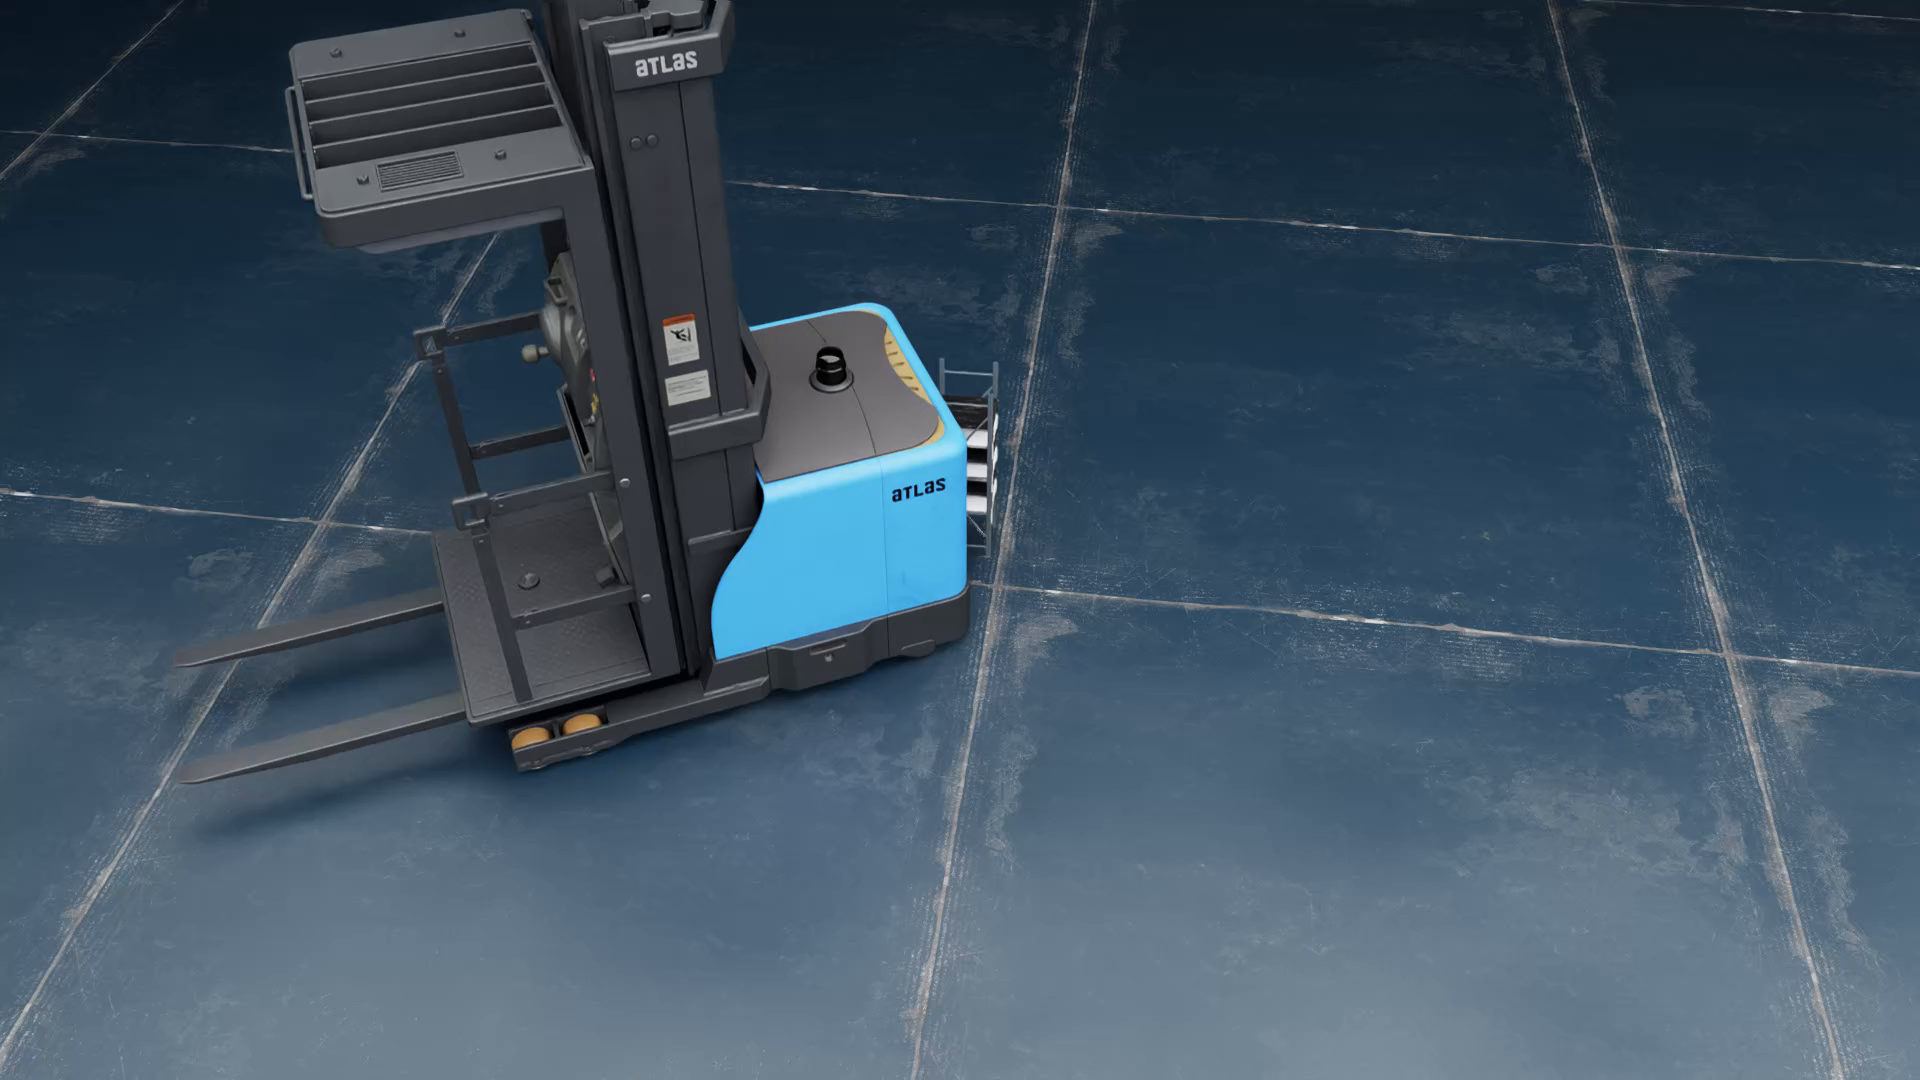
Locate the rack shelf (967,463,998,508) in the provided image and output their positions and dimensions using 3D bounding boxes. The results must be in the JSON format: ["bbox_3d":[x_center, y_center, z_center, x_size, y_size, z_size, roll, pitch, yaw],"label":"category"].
[{"bbox_3d":[0.024,-0.240,7.050,0.258,0.077,0.200,4,44,5],"label":"rack shelf"}]

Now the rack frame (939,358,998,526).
[{"bbox_3d":[0.035,-0.399,7.039,0.240,0.900,0.006,4,44,5],"label":"rack frame"}]

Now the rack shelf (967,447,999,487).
[{"bbox_3d":[0.024,-0.305,6.989,0.258,0.077,0.200,4,44,5],"label":"rack shelf"}]

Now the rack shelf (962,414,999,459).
[{"bbox_3d":[0.024,-0.436,6.865,0.258,0.077,0.200,4,44,5],"label":"rack shelf"}]

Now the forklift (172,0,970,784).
[{"bbox_3d":[-1.532,-0.601,5.775,3.031,2.935,1.130,-14,45,-15],"label":"forklift"}]

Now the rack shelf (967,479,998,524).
[{"bbox_3d":[0.024,-0.175,7.112,0.258,0.077,0.200,4,44,5],"label":"rack shelf"}]

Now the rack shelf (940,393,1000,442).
[{"bbox_3d":[0.024,-0.501,6.803,0.258,0.077,0.200,4,44,5],"label":"rack shelf"}]

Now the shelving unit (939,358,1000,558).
[{"bbox_3d":[0.024,-0.330,6.966,0.258,0.900,0.210,4,44,5],"label":"shelving unit"}]

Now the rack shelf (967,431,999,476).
[{"bbox_3d":[0.024,-0.371,6.927,0.258,0.077,0.200,4,44,5],"label":"rack shelf"}]

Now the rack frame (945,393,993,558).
[{"bbox_3d":[0.012,-0.260,6.892,0.240,0.900,0.006,4,44,5],"label":"rack frame"}]
